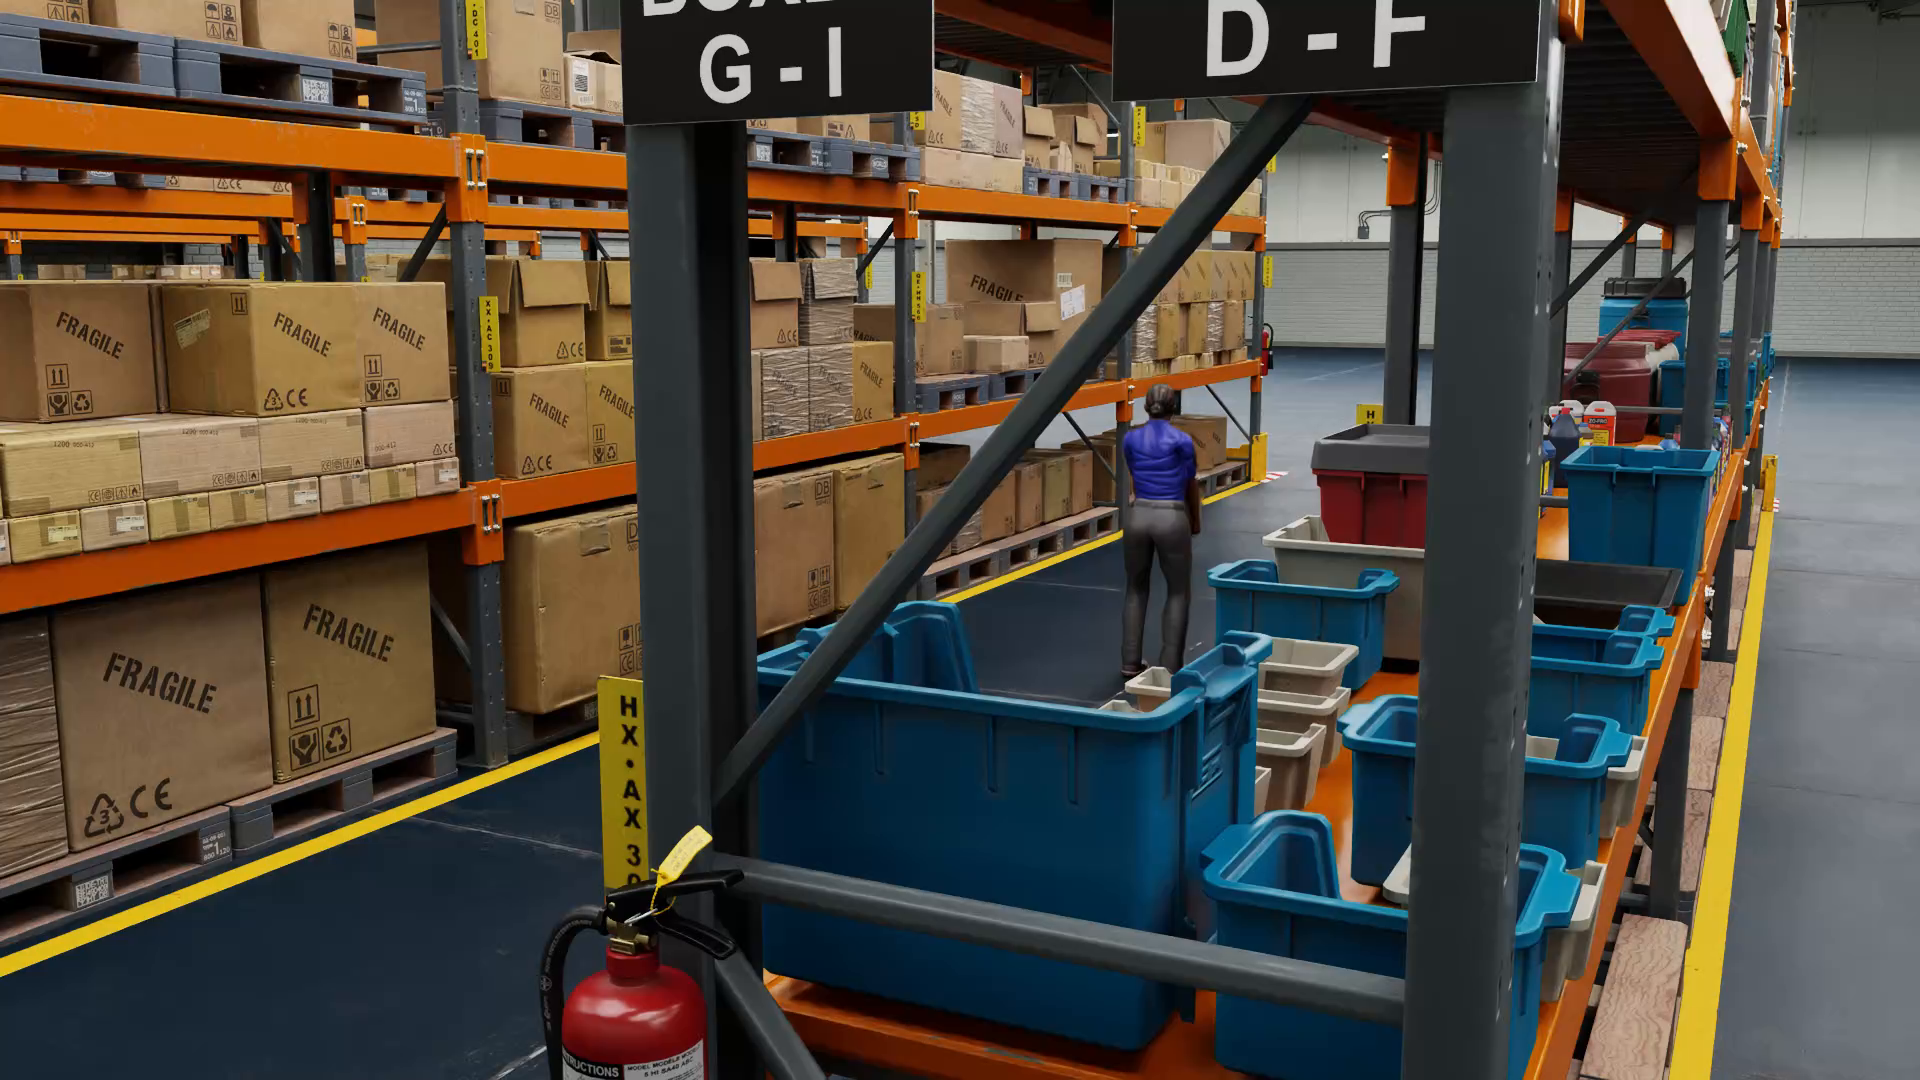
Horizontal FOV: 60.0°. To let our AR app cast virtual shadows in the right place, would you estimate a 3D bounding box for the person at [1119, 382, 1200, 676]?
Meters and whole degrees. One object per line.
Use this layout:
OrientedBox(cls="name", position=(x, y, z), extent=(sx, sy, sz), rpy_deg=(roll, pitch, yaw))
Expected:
OrientedBox(cls="person", position=(1.125, -0.060, 9.290), extent=(0.434, 1.656, 0.502), rpy_deg=(4, 10, 25))
